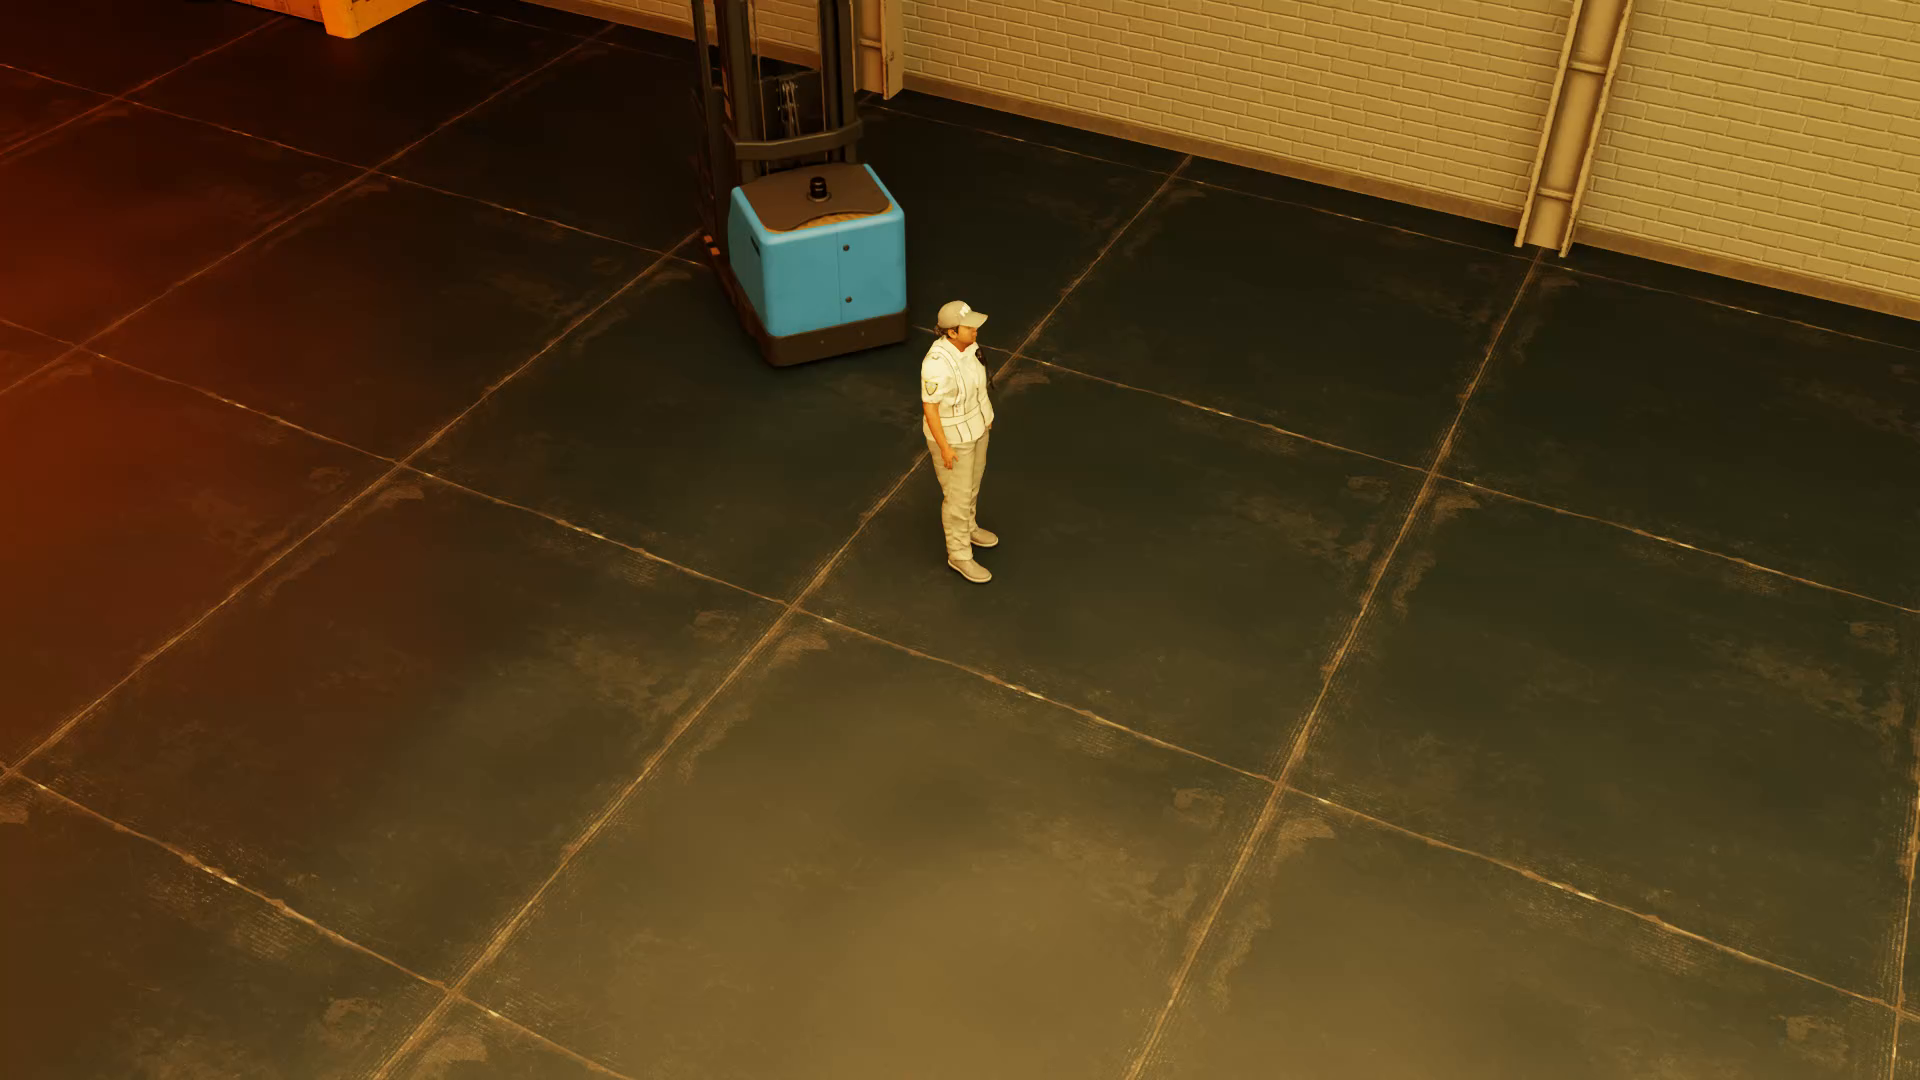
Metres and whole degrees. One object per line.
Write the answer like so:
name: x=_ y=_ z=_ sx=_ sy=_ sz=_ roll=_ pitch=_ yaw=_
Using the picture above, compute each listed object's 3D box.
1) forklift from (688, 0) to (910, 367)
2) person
forklift: x=-1.369 y=-3.284 z=11.886 sx=1.130 sy=2.935 sz=3.031 roll=-14 pitch=42 yaw=-16
person: x=0.057 y=-0.607 z=9.678 sx=0.529 sy=1.670 sz=0.598 roll=18 pitch=43 yaw=21
